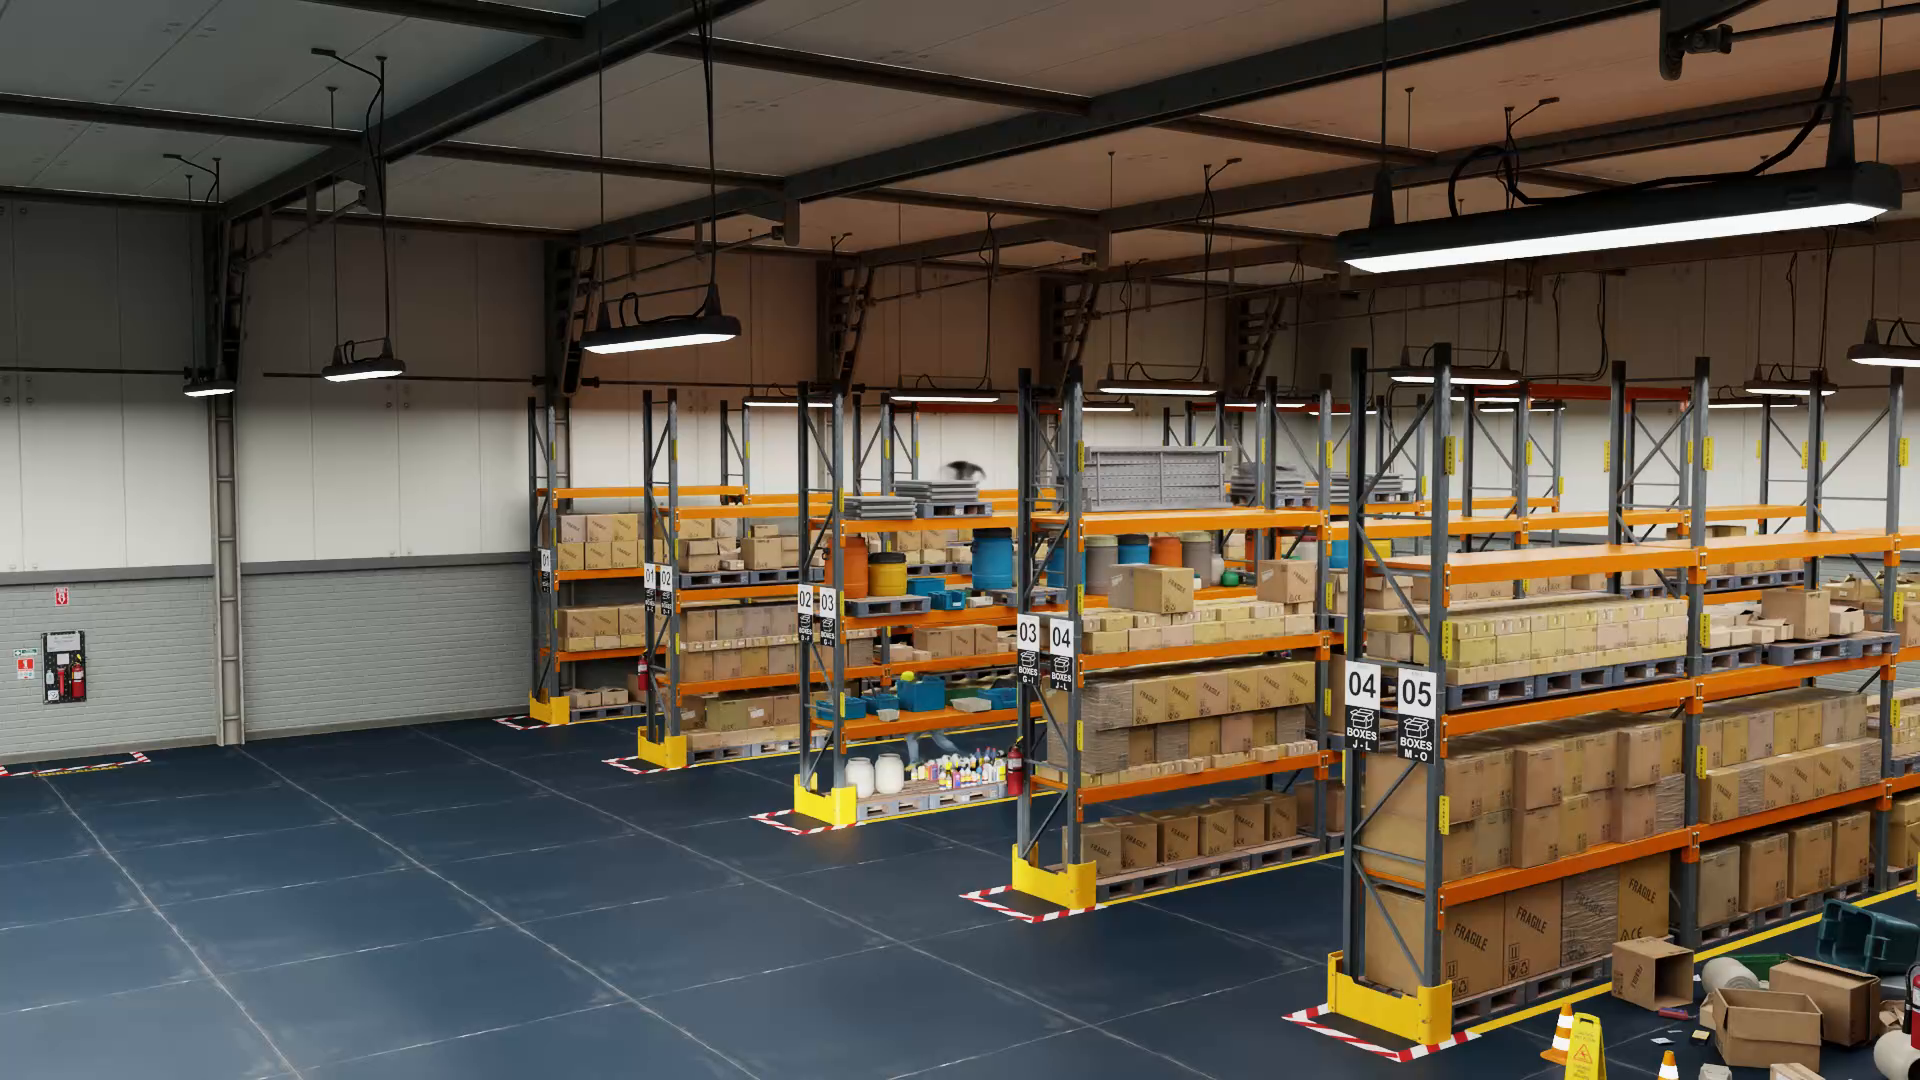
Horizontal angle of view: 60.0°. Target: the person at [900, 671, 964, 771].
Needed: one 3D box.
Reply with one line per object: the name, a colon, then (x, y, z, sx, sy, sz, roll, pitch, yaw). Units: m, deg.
person: (-0.440, 2.811, 25.867, 1.105, 1.594, 0.714, -1, 3, -14)
